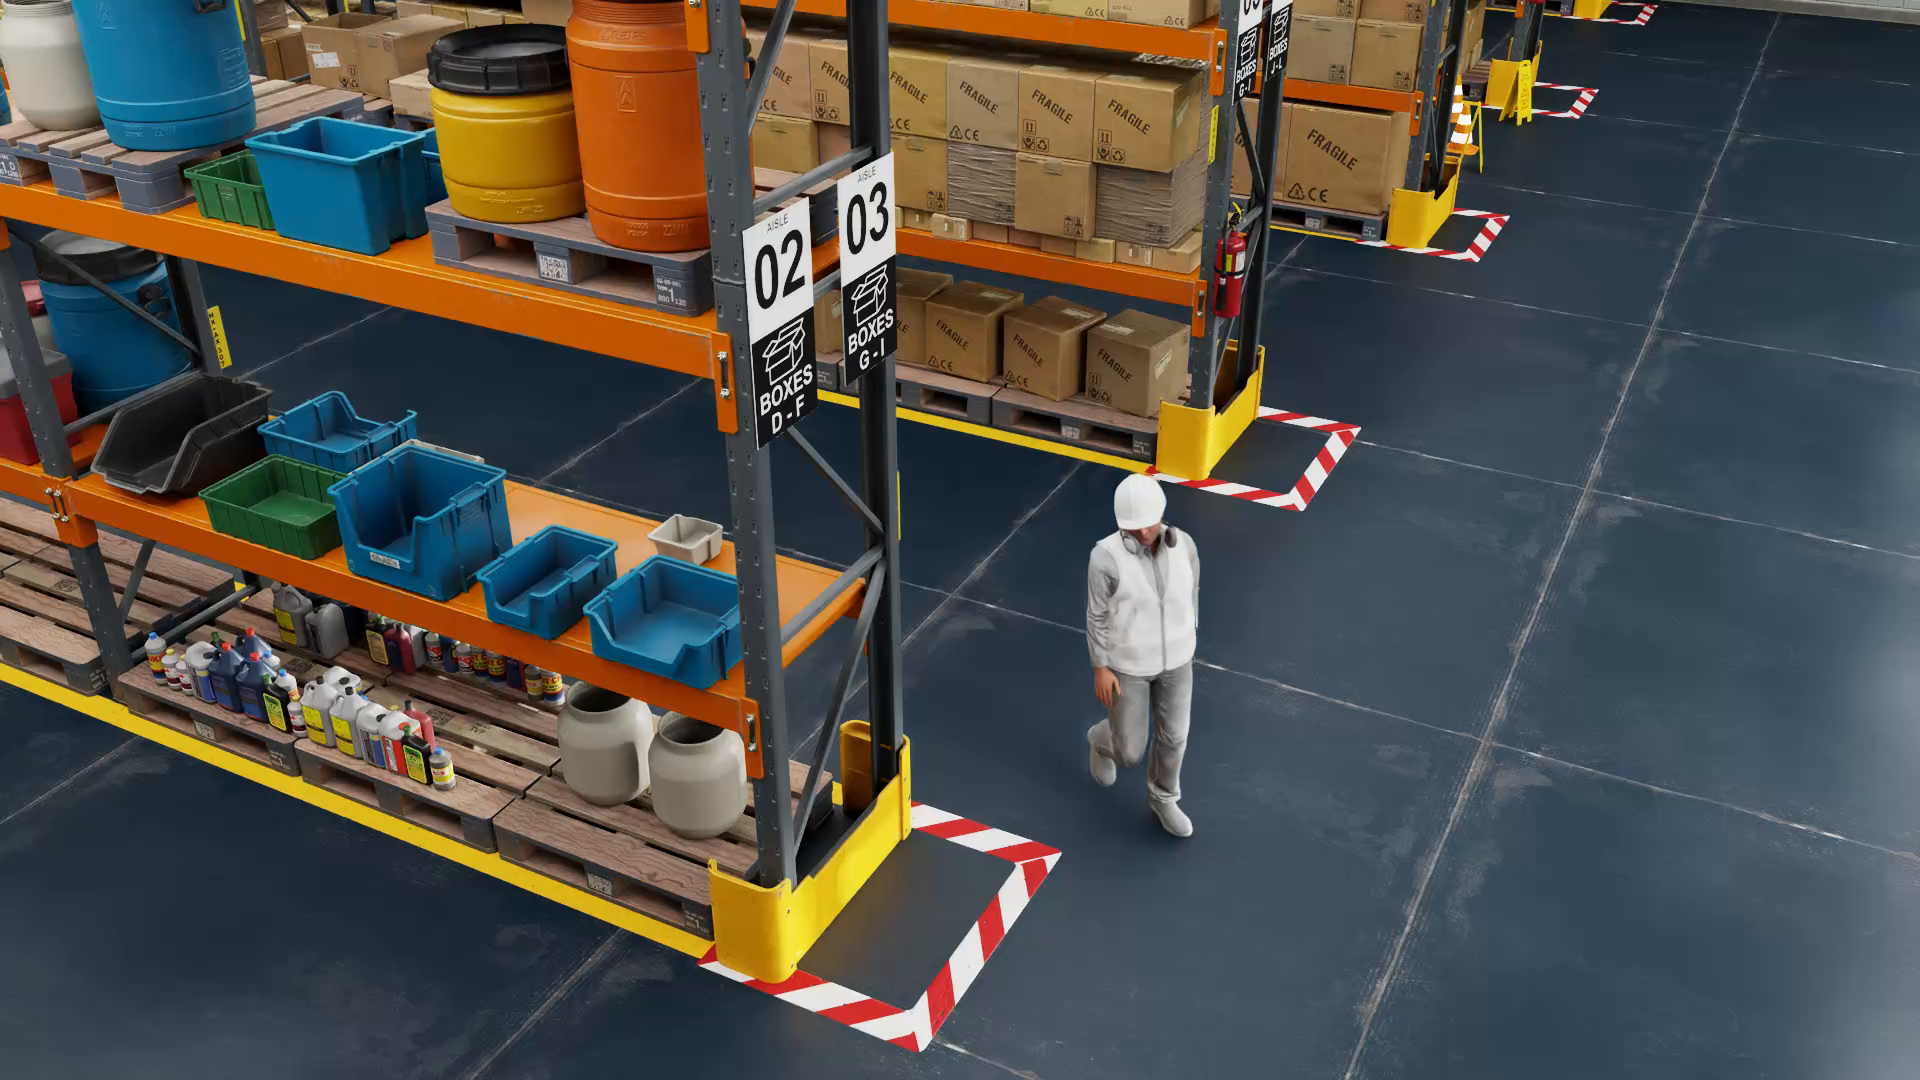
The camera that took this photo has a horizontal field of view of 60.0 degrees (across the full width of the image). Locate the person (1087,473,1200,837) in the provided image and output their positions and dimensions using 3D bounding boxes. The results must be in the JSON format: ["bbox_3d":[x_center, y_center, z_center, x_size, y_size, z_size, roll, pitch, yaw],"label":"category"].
[{"bbox_3d":[0.815,0.501,7.358,0.562,1.751,0.594,-12,32,-20],"label":"person"}]
